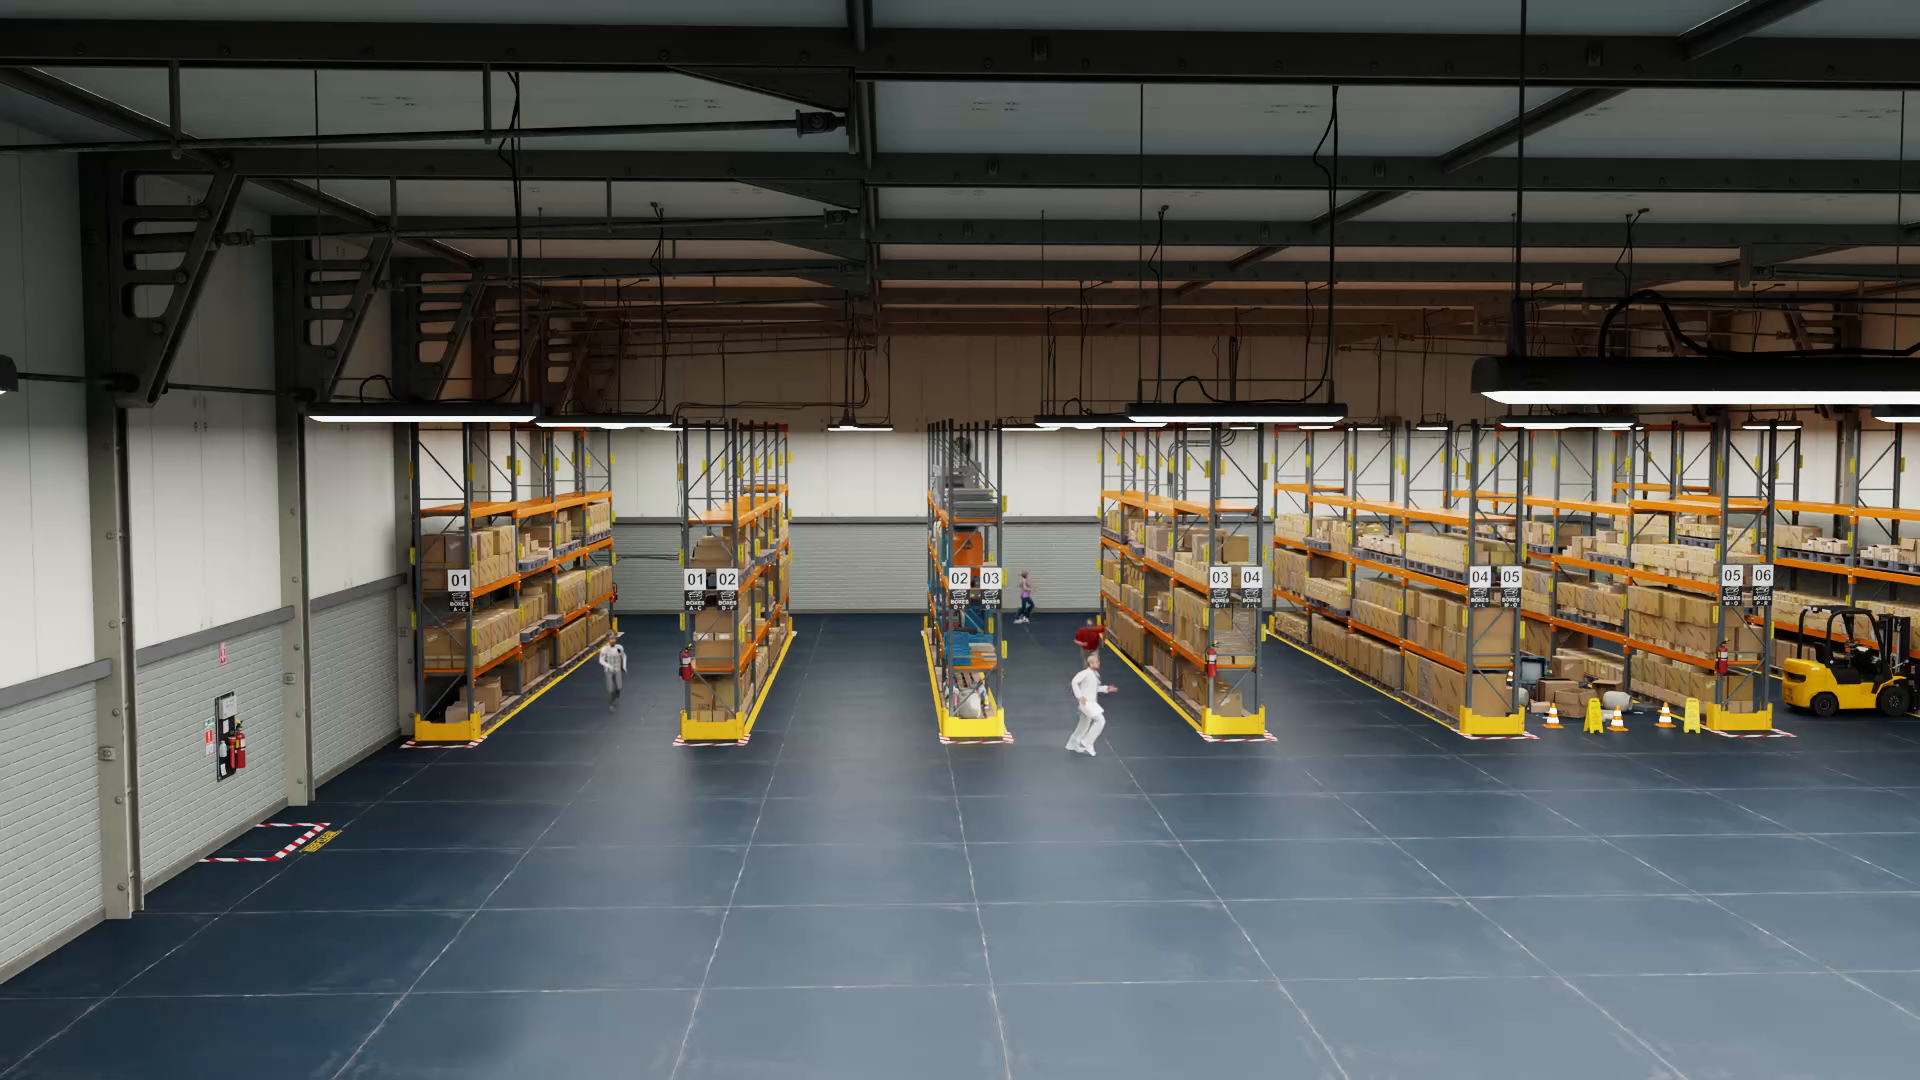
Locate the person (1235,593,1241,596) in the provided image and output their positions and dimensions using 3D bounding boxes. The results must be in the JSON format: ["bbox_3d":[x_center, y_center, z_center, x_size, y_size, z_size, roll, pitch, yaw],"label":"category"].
[{"bbox_3d":[7.826,1.901,47.208,0.615,1.653,0.624,1,4,9],"label":"person"}]

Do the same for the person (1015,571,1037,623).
[{"bbox_3d":[1.973,1.725,49.968,0.667,1.604,0.500,1,4,16],"label":"person"}]

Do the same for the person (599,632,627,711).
[{"bbox_3d":[-7.118,2.706,34.205,0.592,1.646,0.633,-1,4,-21],"label":"person"}]

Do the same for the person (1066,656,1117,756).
[{"bbox_3d":[2.316,2.954,29.592,0.915,1.781,0.742,1,4,18],"label":"person"}]

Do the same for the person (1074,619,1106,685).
[{"bbox_3d":[2.905,2.572,37.118,0.704,1.687,1.021,0,4,3],"label":"person"}]
